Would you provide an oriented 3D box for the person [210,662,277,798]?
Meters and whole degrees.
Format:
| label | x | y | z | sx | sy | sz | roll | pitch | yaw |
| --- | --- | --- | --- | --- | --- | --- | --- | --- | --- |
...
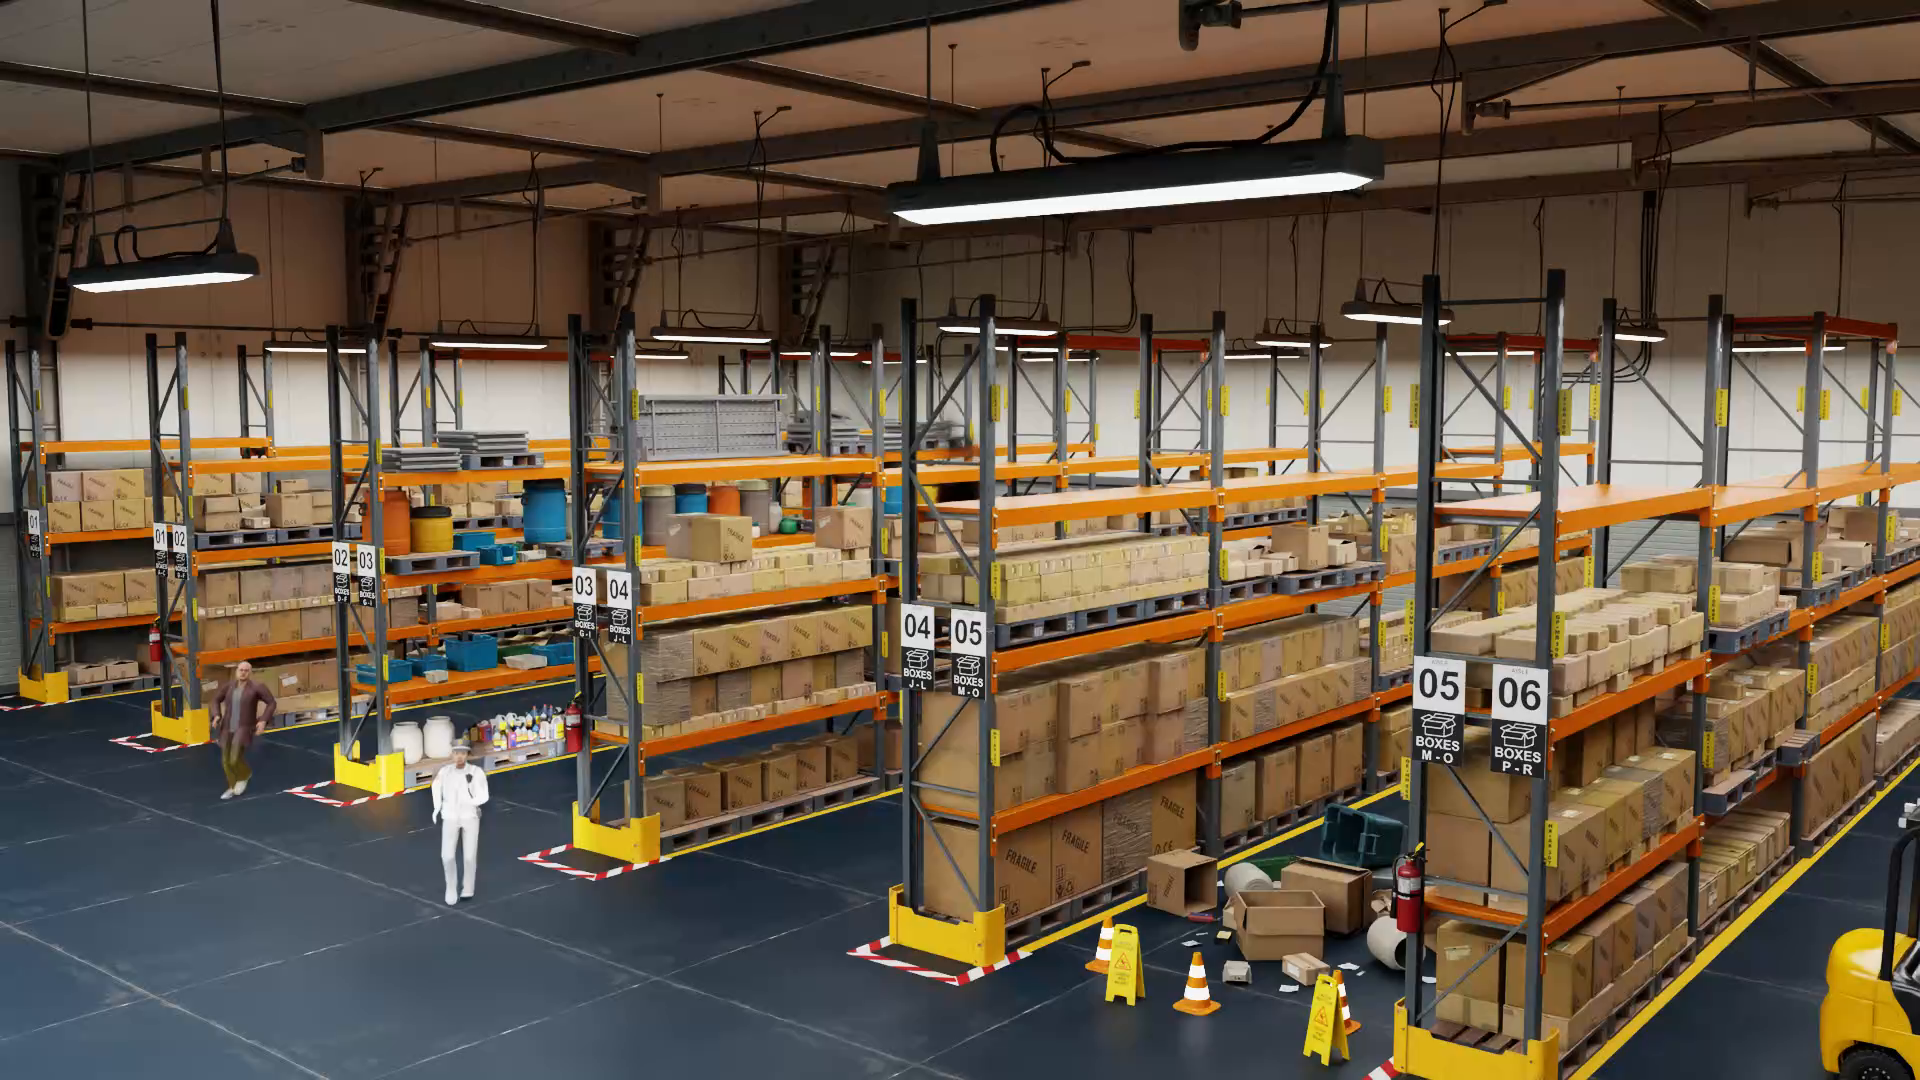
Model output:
| label | x | y | z | sx | sy | sz | roll | pitch | yaw |
| --- | --- | --- | --- | --- | --- | --- | --- | --- | --- |
| person | -9.126 | 2.413 | 21.074 | 0.790 | 1.731 | 0.562 | 0 | 5 | 2 |

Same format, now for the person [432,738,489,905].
| label | x | y | z | sx | sy | sz | roll | pitch | yaw |
| --- | --- | --- | --- | --- | --- | --- | --- | --- | --- |
| person | -5.021 | 2.823 | 16.690 | 0.585 | 1.688 | 0.666 | -1 | 5 | -10 |

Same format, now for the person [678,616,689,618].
| label | x | y | z | sx | sy | sz | roll | pitch | yaw |
| --- | --- | --- | --- | --- | --- | --- | --- | --- | --- |
| person | -4.941 | 1.750 | 28.901 | 0.572 | 1.658 | 0.822 | 3 | 6 | 28 |
